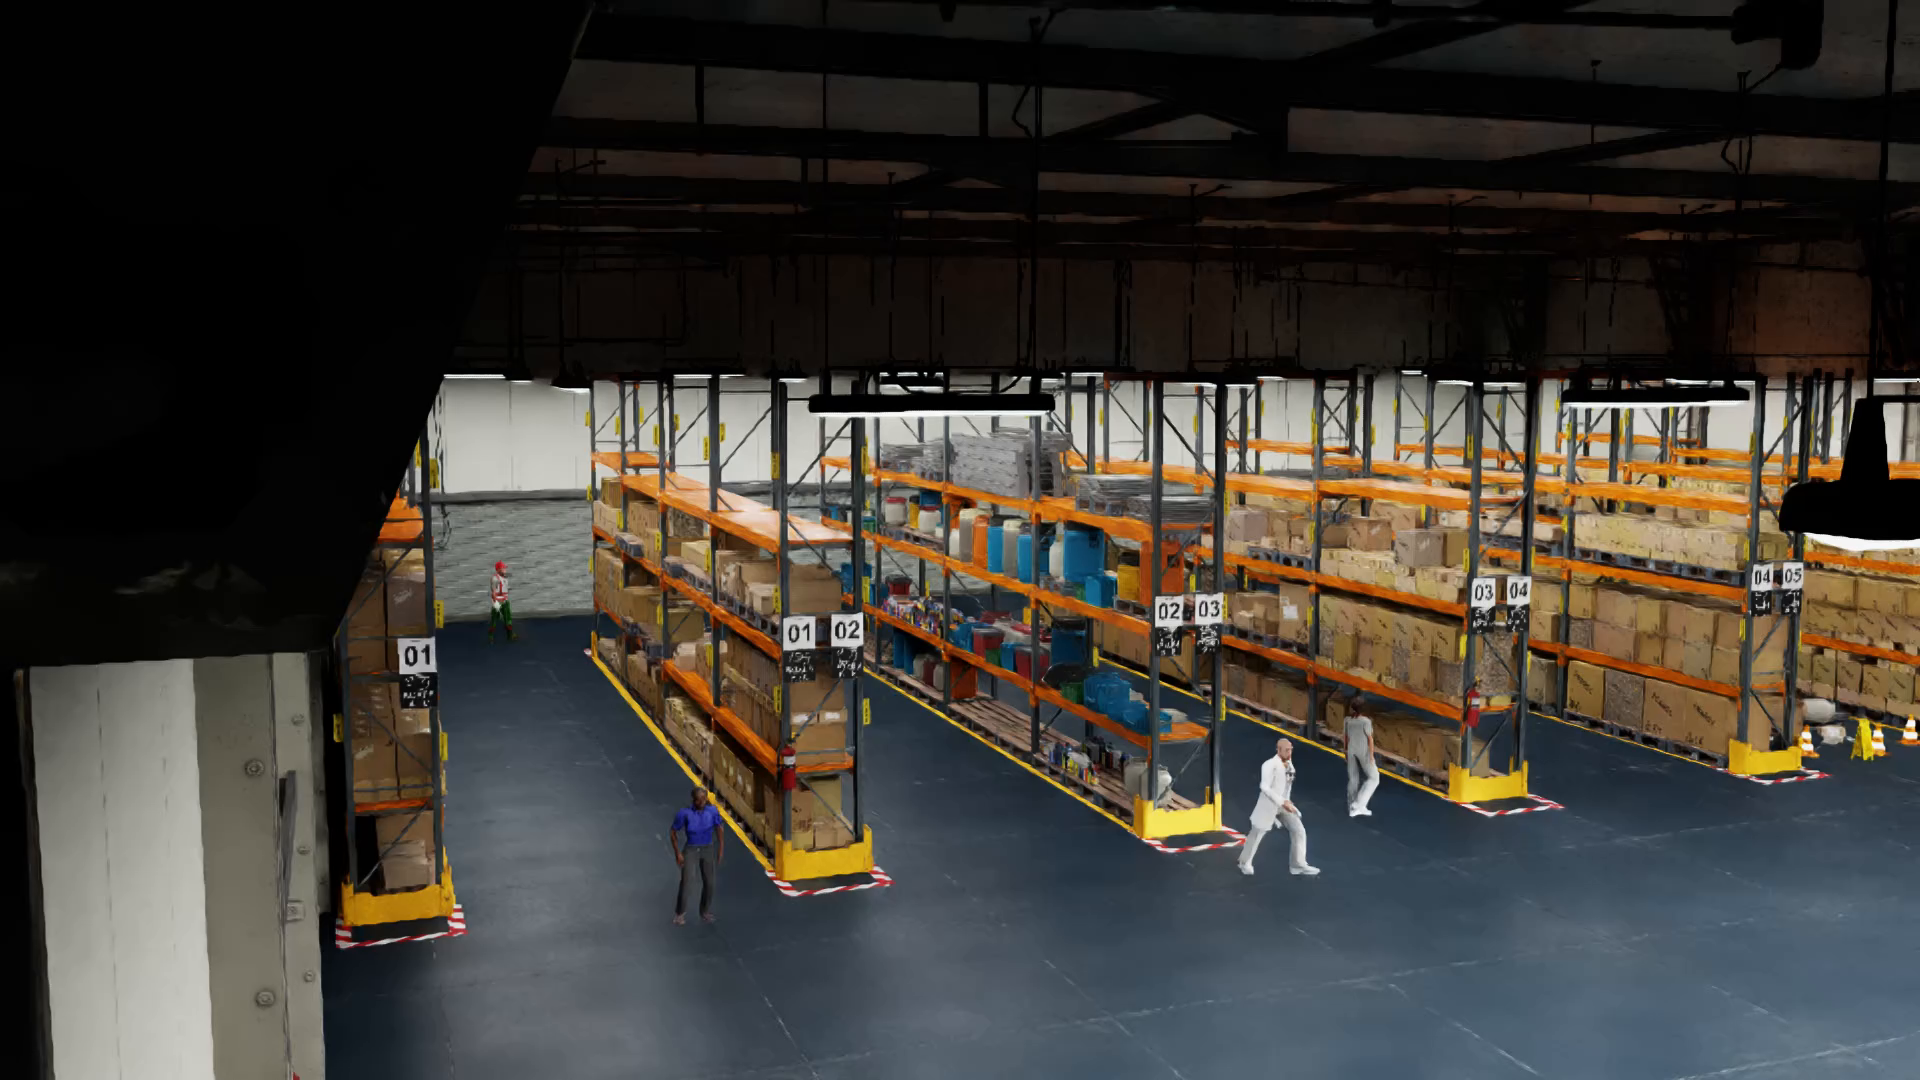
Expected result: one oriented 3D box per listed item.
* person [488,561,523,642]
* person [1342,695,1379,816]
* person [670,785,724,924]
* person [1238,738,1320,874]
[{"bbox_3d":[-10.085,1.347,36.638,0.563,1.776,0.718,2,7,18],"label":"person"},{"bbox_3d":[5.464,2.963,22.766,0.504,1.670,0.432,5,8,40],"label":"person"},{"bbox_3d":[-2.921,3.483,18.493,0.592,1.604,0.518,-2,7,-21],"label":"person"},{"bbox_3d":[3.821,3.221,20.179,0.737,1.714,0.889,-5,8,-38],"label":"person"}]
